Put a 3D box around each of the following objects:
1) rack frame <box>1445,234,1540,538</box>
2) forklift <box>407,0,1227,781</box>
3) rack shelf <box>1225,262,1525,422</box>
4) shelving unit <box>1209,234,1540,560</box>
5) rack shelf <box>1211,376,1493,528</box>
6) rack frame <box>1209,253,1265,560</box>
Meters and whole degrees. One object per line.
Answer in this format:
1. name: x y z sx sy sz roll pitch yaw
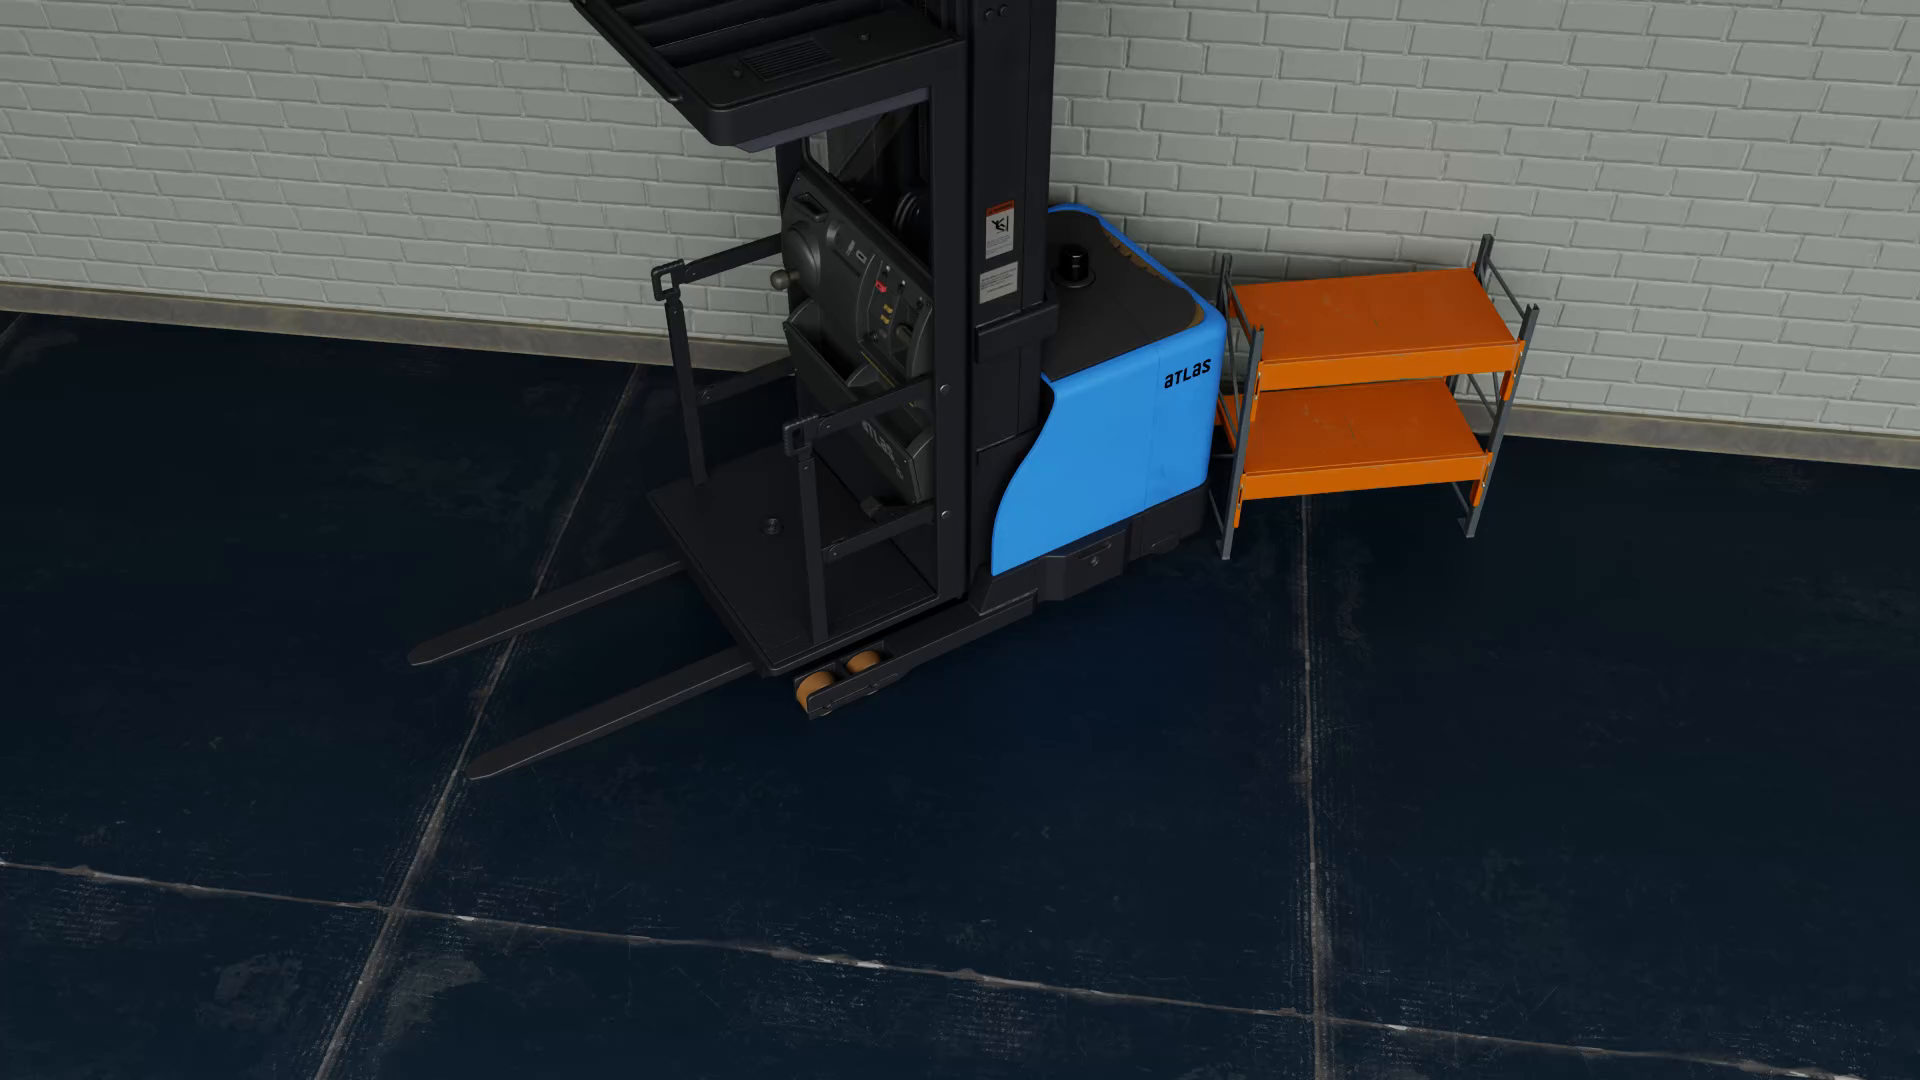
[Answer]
1. rack frame: 2.042 -0.589 6.554 0.032 1.125 0.500 -5 44 -5
2. forklift: -0.531 -0.839 5.504 3.031 2.935 1.130 -23 48 -22
3. rack shelf: 1.538 -0.757 6.306 1.000 0.278 0.538 -5 44 -5
4. shelving unit: 1.538 -0.545 6.507 1.048 1.125 0.538 -5 44 -5
5. rack shelf: 1.538 -0.367 6.675 1.000 0.278 0.538 -5 44 -5
6. rack frame: 1.034 -0.500 6.460 0.032 1.125 0.500 -5 44 -5
